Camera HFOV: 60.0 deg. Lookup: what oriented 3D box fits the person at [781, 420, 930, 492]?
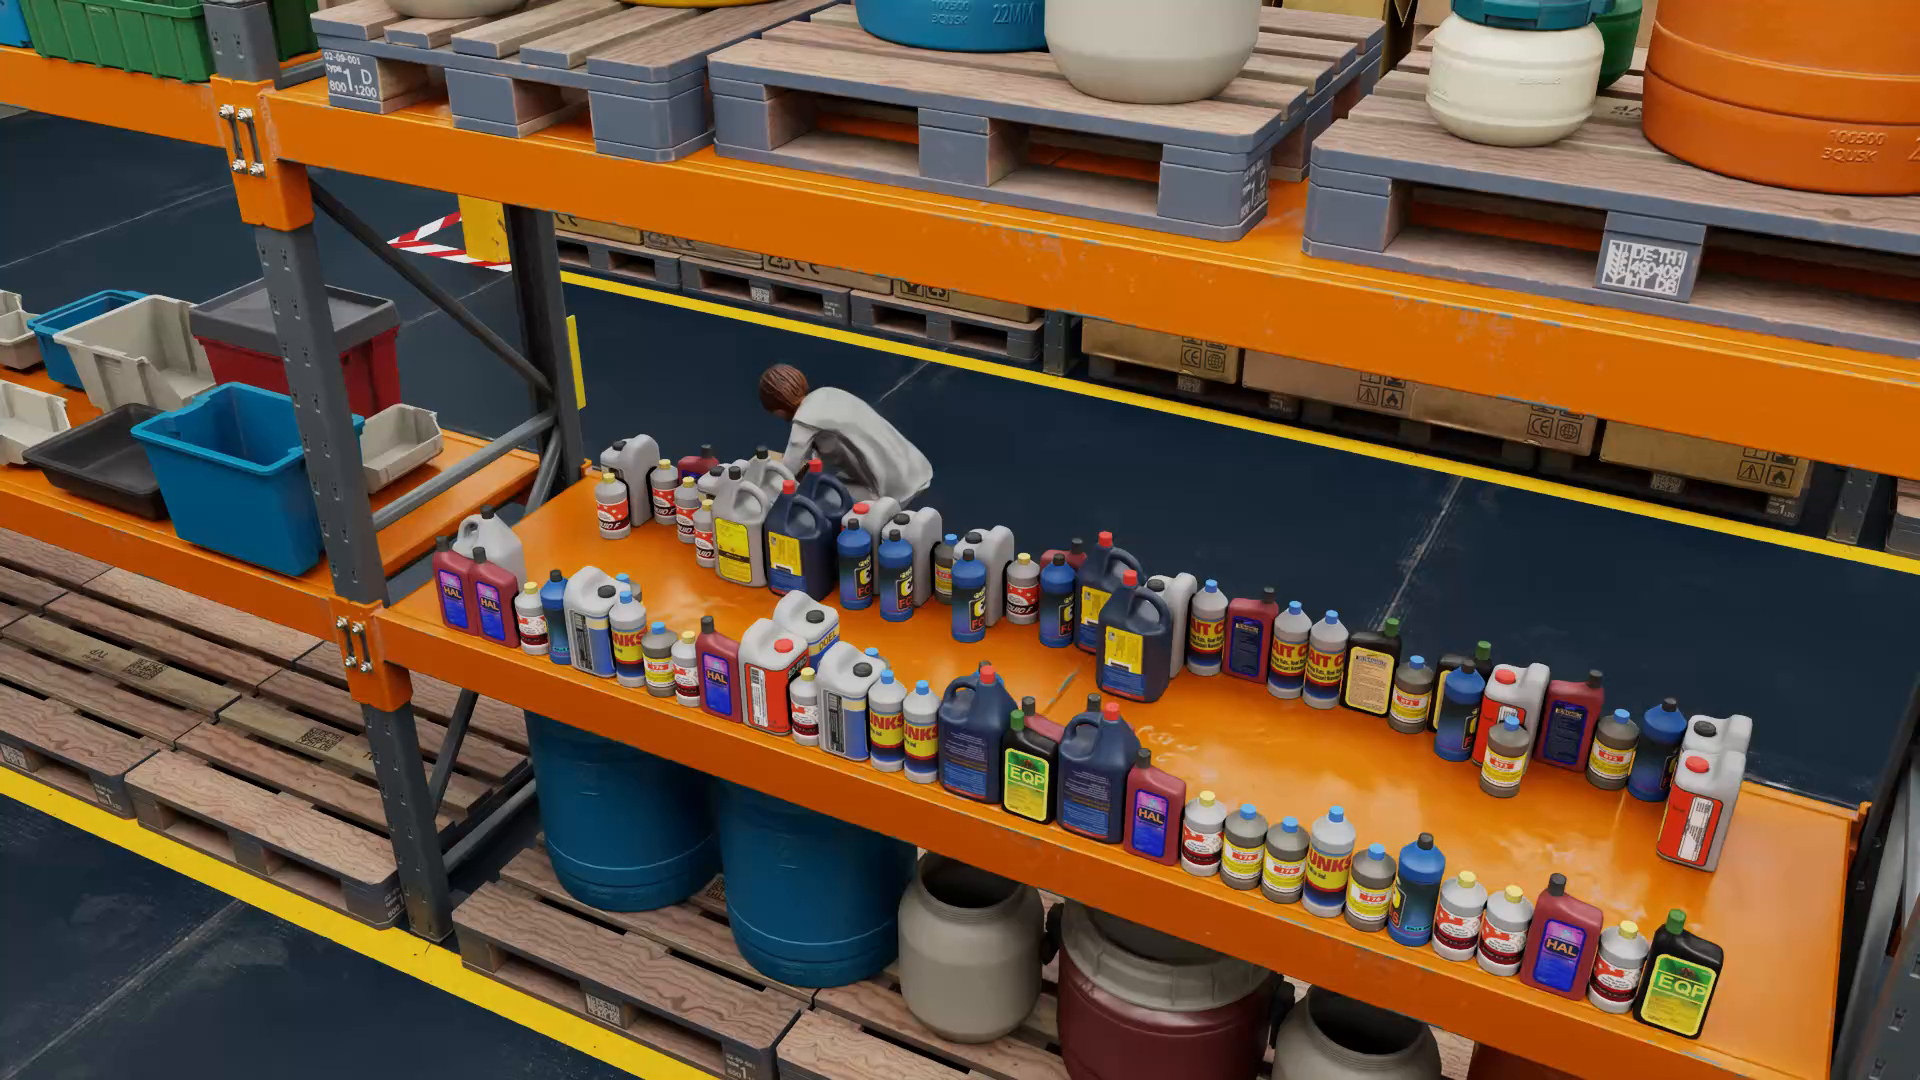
[{"bbox_3d":[-0.459,-0.371,7.092,0.644,0.463,0.434,15,33,23],"label":"person"}]
